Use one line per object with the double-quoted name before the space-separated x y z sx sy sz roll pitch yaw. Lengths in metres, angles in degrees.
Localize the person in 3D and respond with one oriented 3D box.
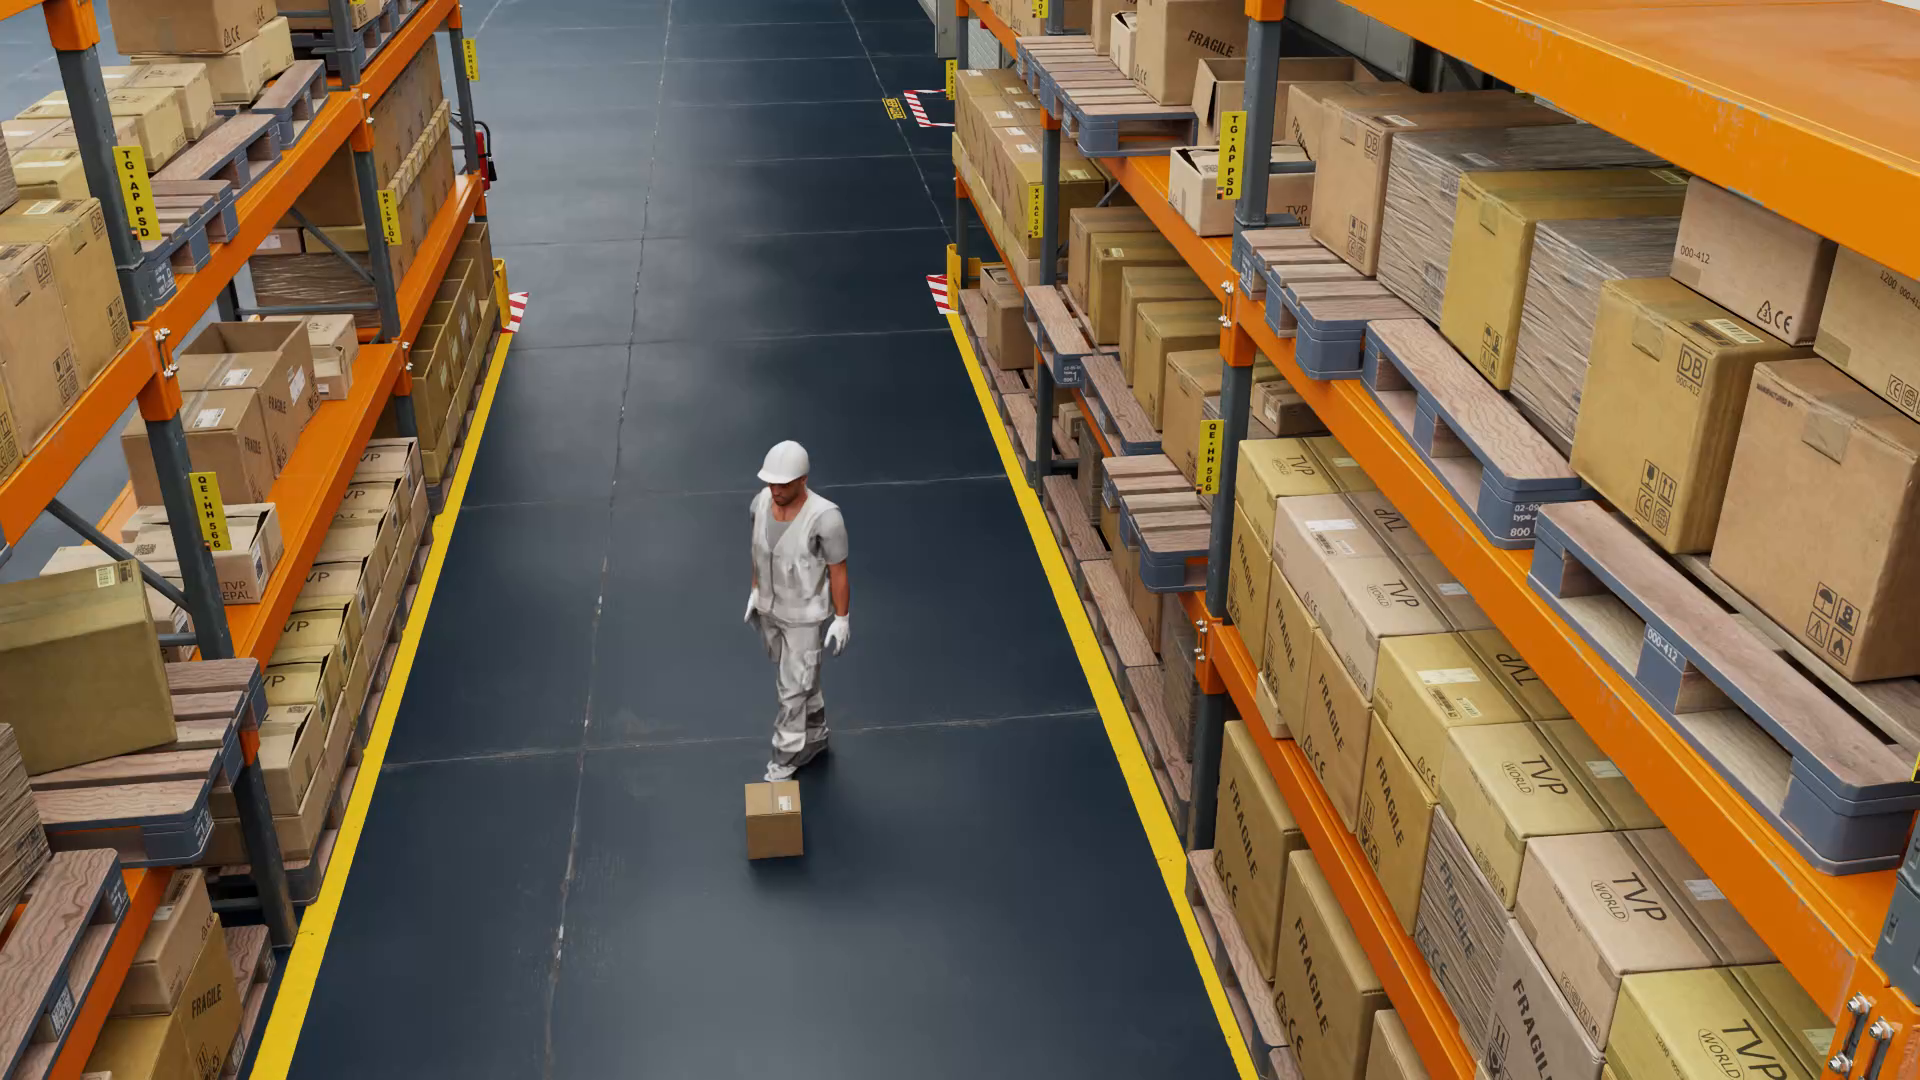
"person" -0.867 0.389 7.799 0.577 1.773 0.731 18 32 32
